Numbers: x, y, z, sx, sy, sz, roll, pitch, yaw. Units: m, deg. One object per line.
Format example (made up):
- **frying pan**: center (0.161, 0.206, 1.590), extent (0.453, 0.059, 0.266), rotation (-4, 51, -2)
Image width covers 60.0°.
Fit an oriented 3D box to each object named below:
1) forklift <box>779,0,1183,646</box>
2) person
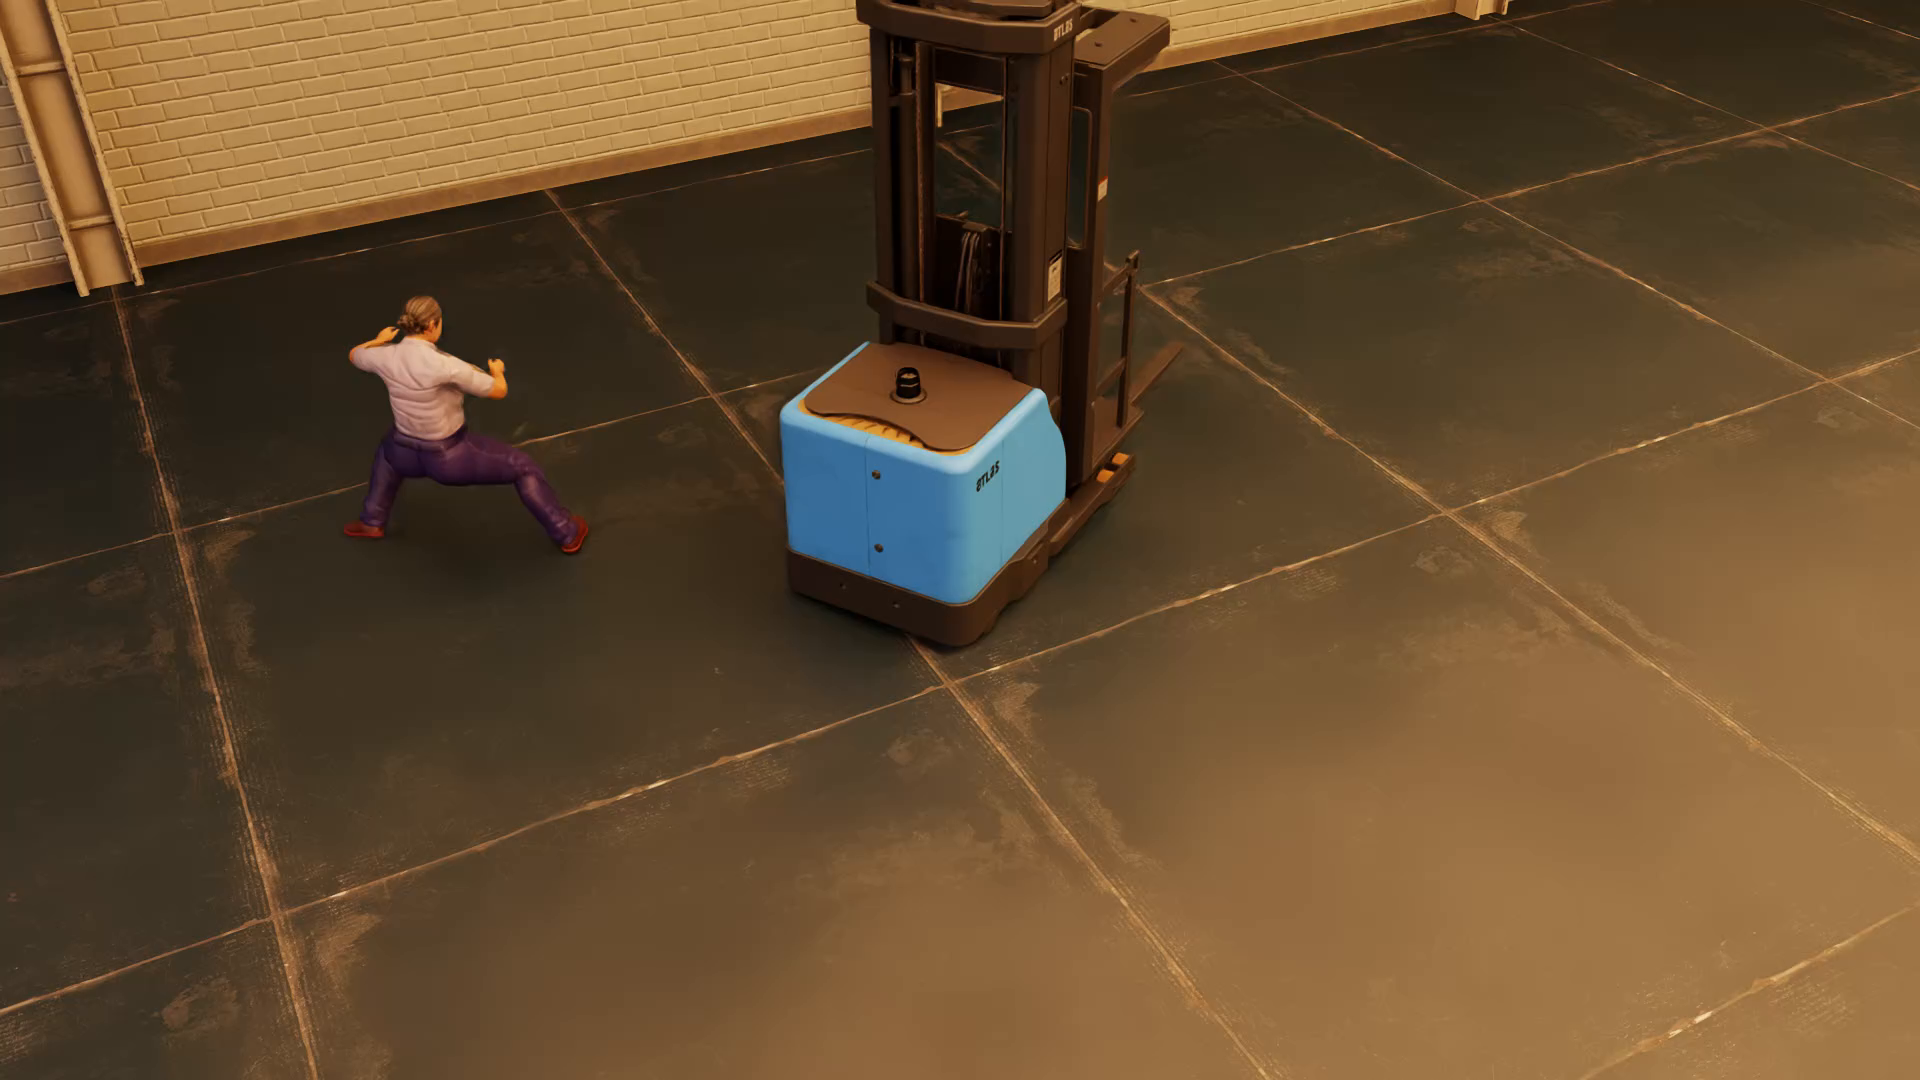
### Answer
- **forklift**: center (0.306, -1.526, 8.282), extent (1.130, 2.935, 3.031), rotation (18, 39, 23)
- **person**: center (-2.566, -0.588, 8.255), extent (1.225, 1.431, 0.630), rotation (10, 37, 14)
